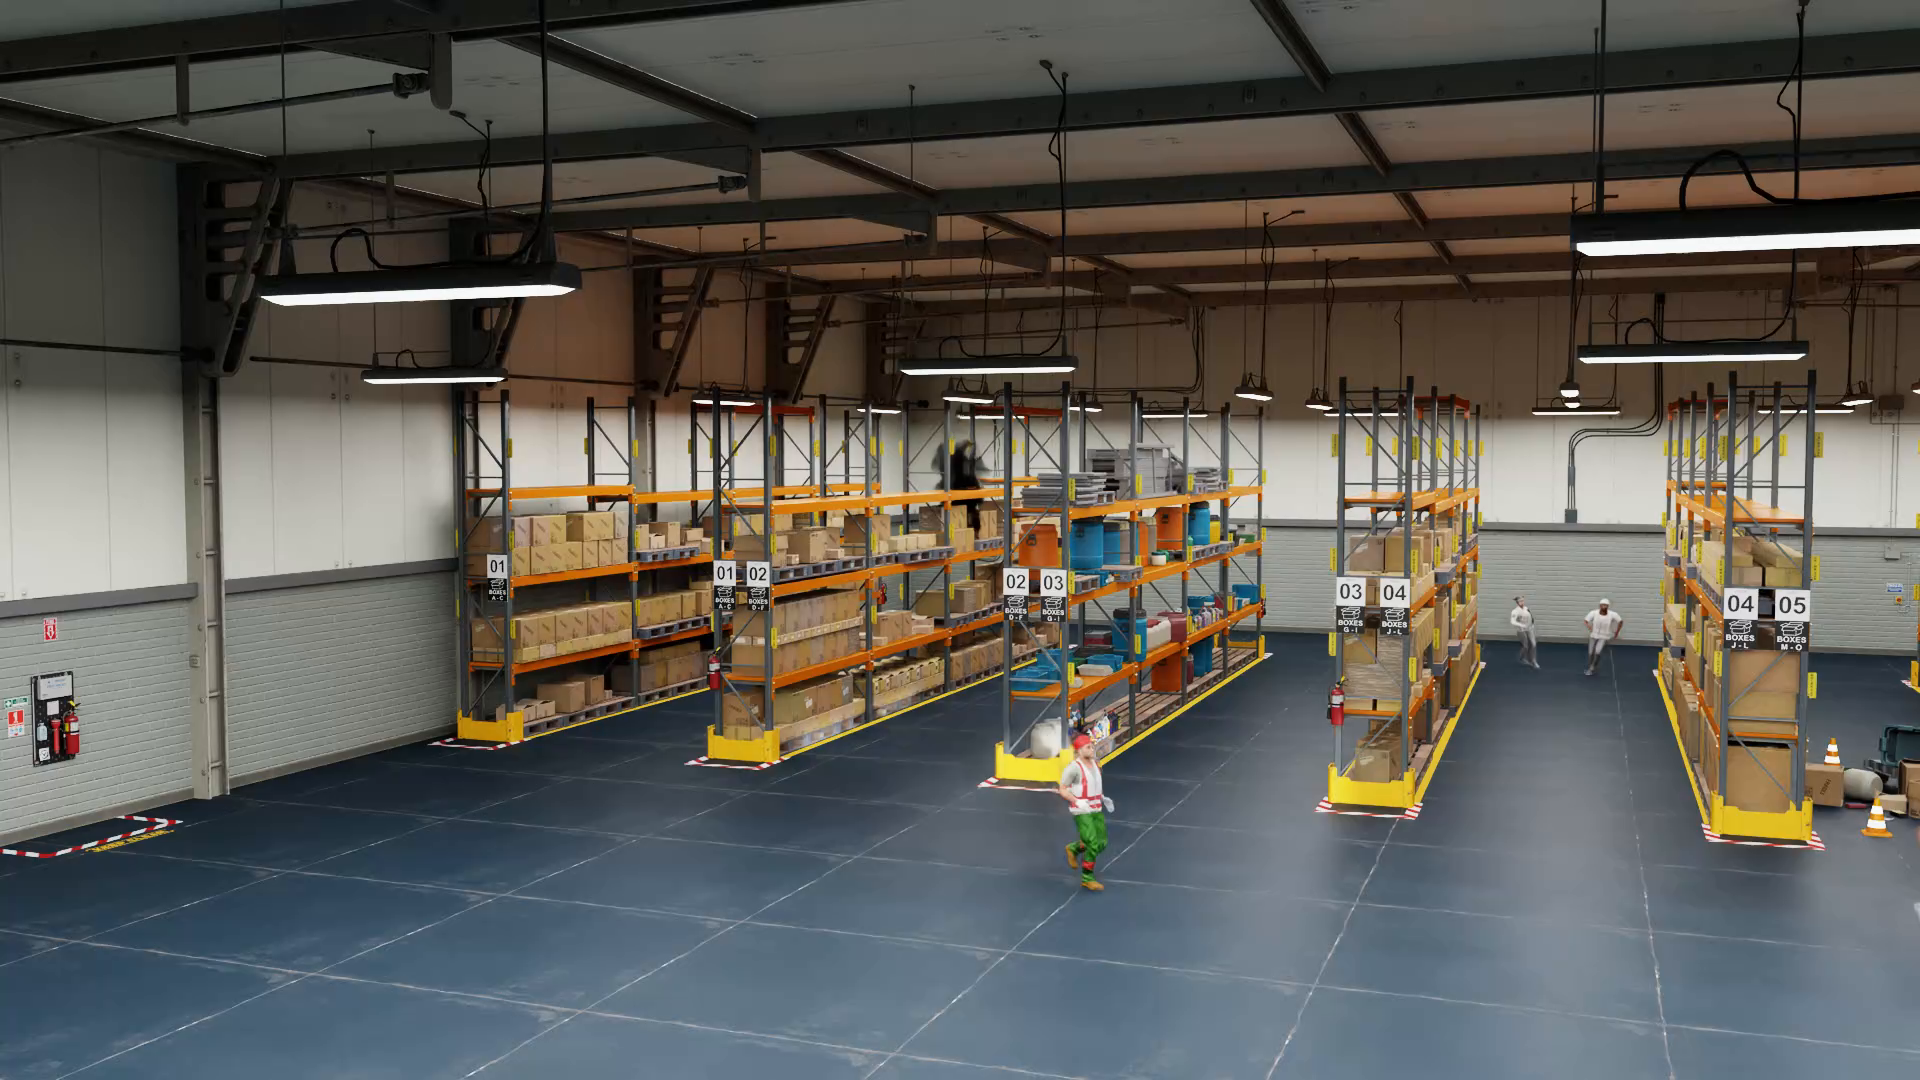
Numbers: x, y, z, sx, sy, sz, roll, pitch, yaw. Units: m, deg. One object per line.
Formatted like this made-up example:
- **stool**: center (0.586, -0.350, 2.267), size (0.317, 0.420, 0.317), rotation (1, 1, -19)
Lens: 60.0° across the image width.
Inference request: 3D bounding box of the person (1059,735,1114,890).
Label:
- **person**: center (1.389, 3.091, 18.989), size (0.615, 1.745, 0.656), rotation (3, 4, 44)

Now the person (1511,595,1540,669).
- **person**: center (12.862, 2.089, 37.948), size (0.654, 1.662, 0.740), rotation (-1, 3, -21)

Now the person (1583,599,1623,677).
- **person**: center (14.091, 2.152, 36.529), size (0.780, 1.738, 0.706), rotation (2, 4, 35)
